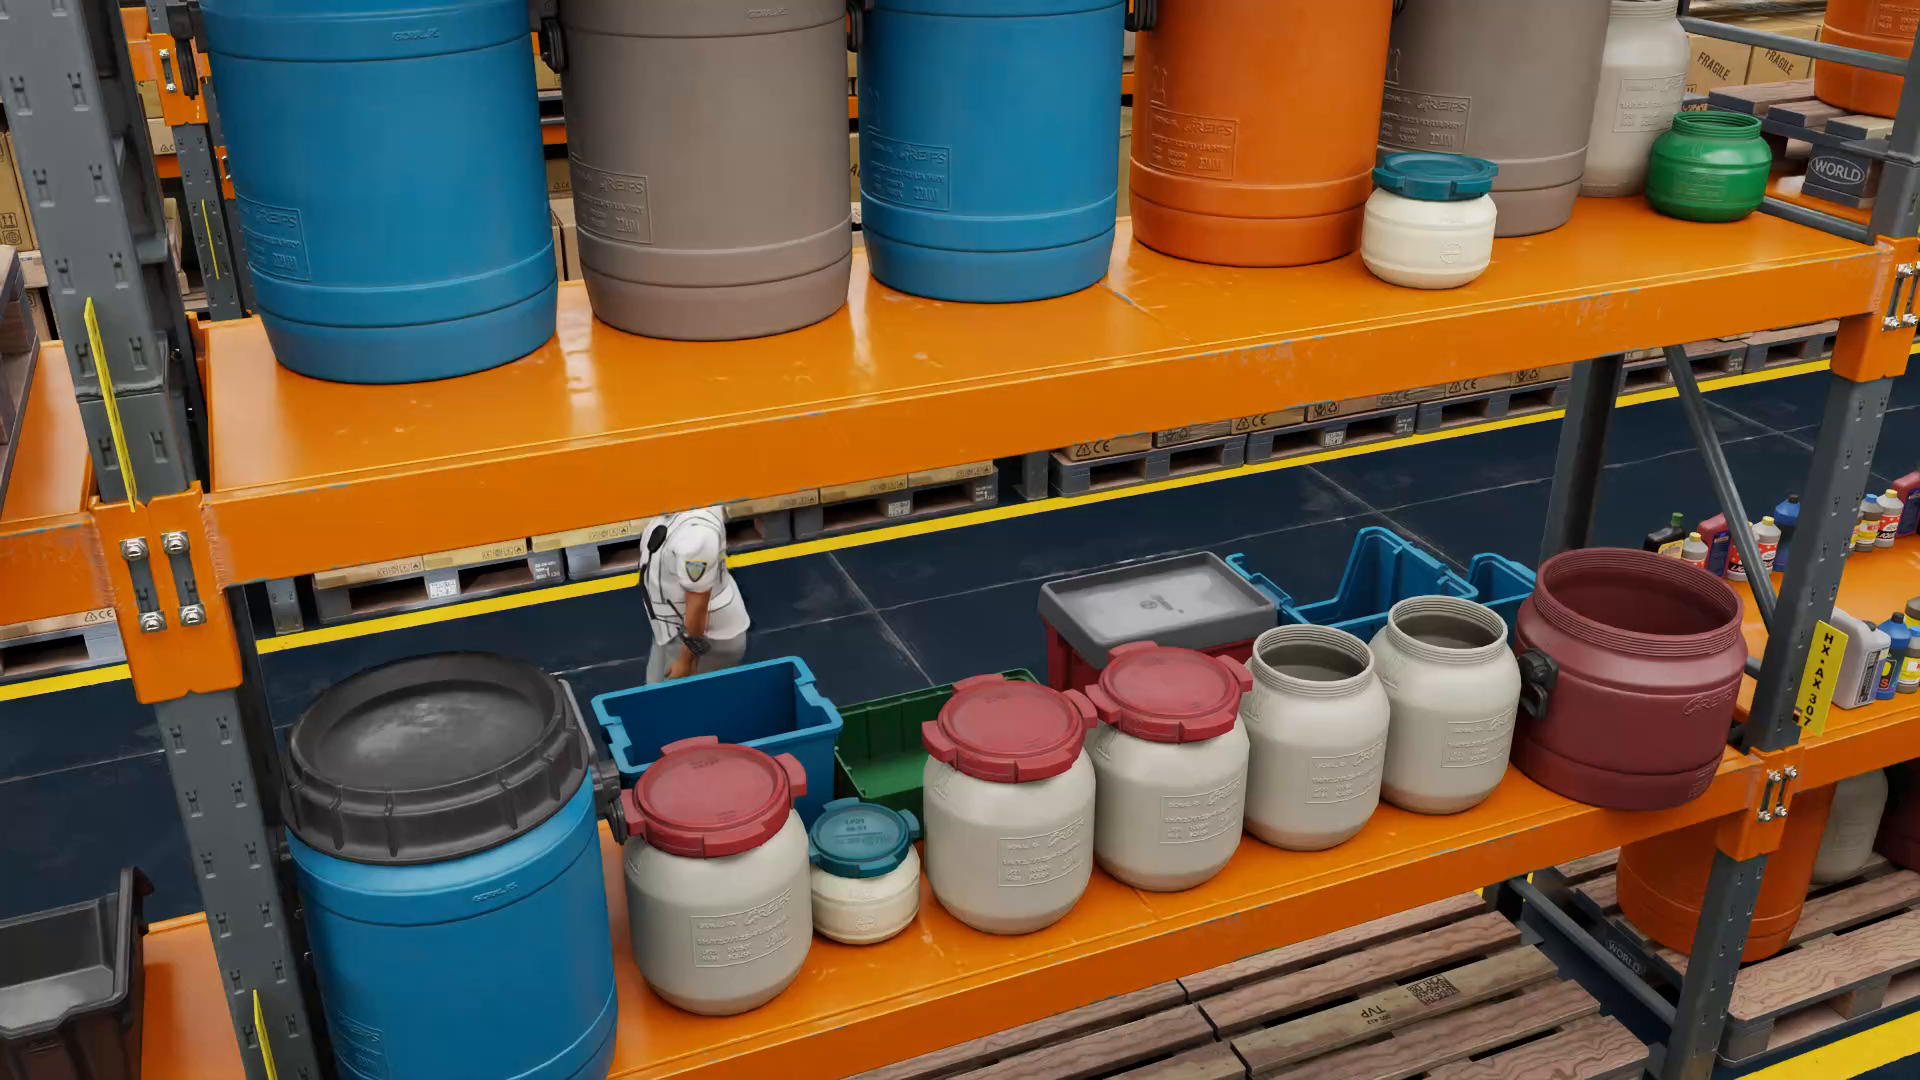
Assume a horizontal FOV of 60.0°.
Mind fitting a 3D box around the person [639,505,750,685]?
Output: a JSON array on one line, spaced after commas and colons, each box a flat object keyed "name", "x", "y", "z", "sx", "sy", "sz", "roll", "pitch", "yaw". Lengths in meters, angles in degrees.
[{"name": "person", "x": -0.968, "y": 0.346, "z": 6.350, "sx": 0.484, "sy": 1.653, "sz": 0.486, "roll": -6, "pitch": 27, "yaw": -12}]
